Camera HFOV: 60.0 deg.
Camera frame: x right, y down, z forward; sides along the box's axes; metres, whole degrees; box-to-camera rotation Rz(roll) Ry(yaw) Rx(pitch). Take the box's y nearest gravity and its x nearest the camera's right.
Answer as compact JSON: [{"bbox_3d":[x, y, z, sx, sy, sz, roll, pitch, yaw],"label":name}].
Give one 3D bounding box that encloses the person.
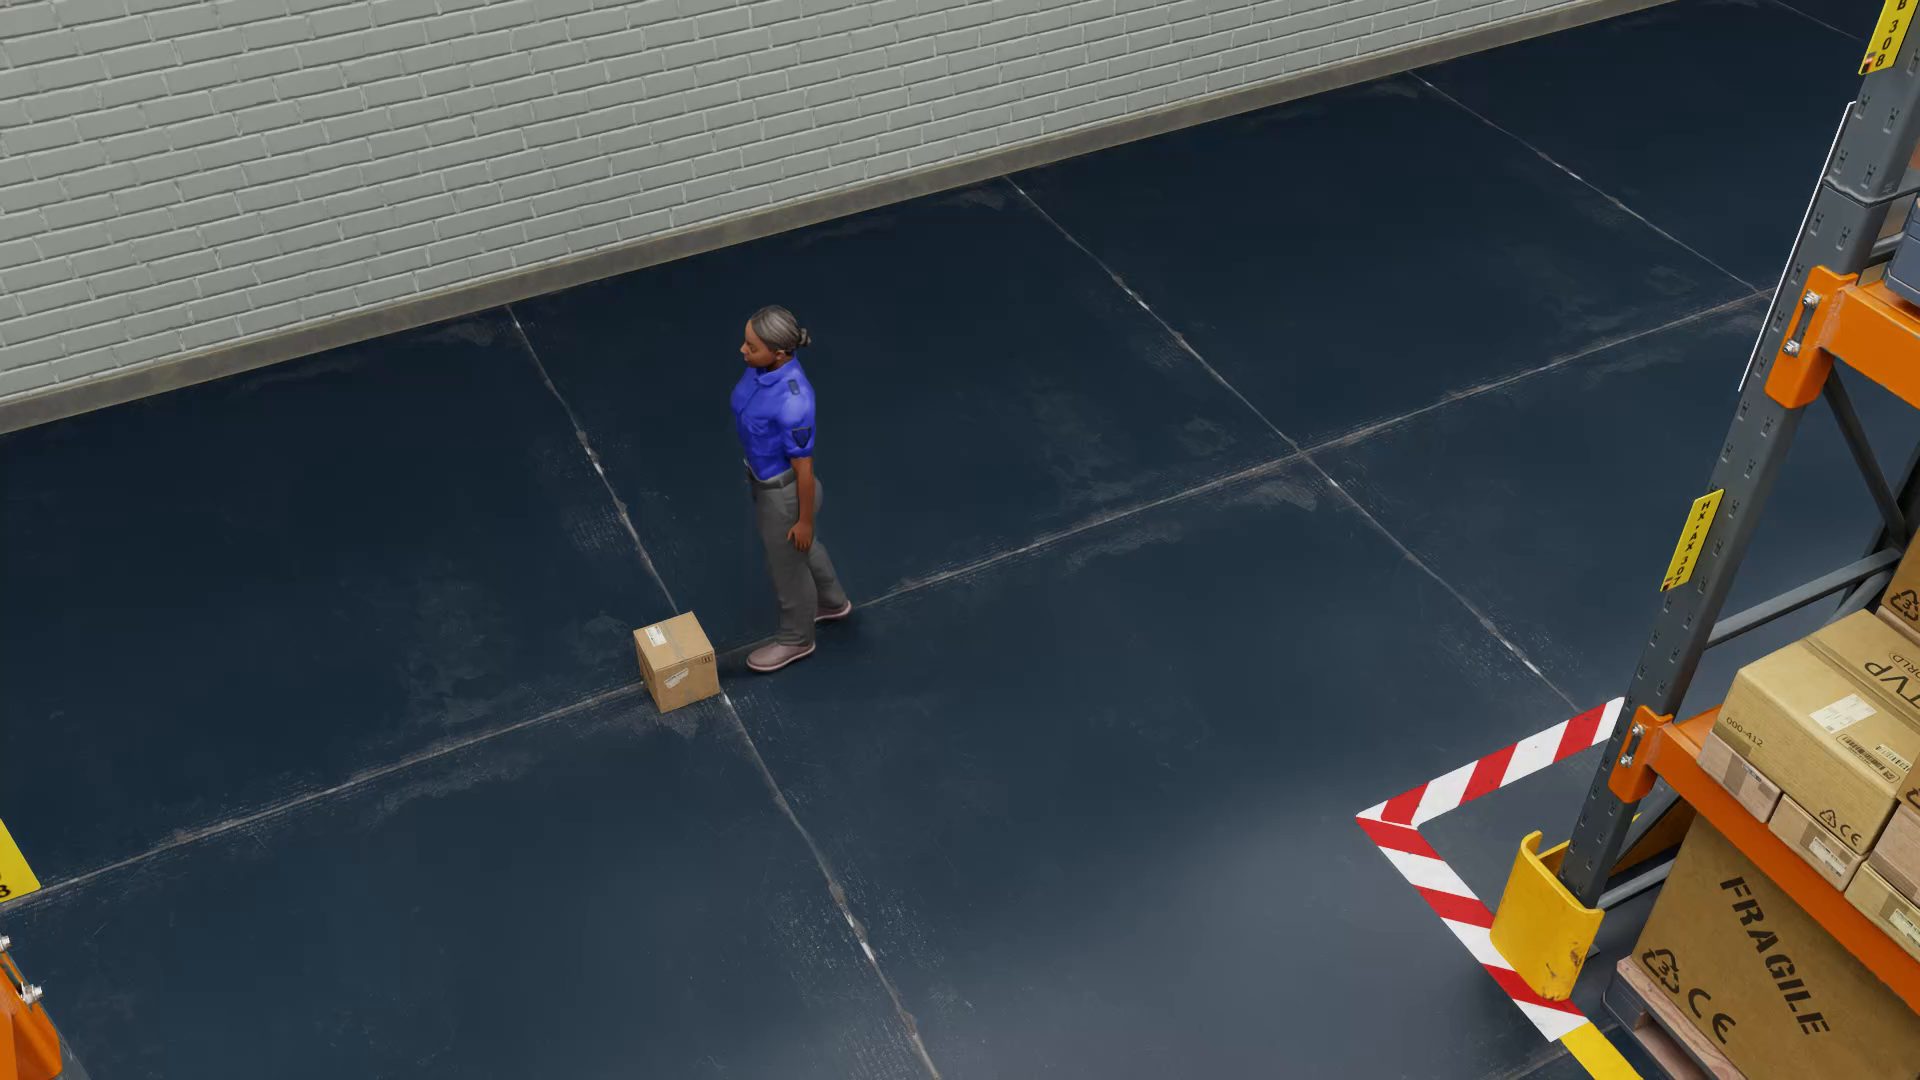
[{"bbox_3d":[-0.668,-0.202,6.381,0.490,1.666,0.474,-12,43,-14],"label":"person"}]
